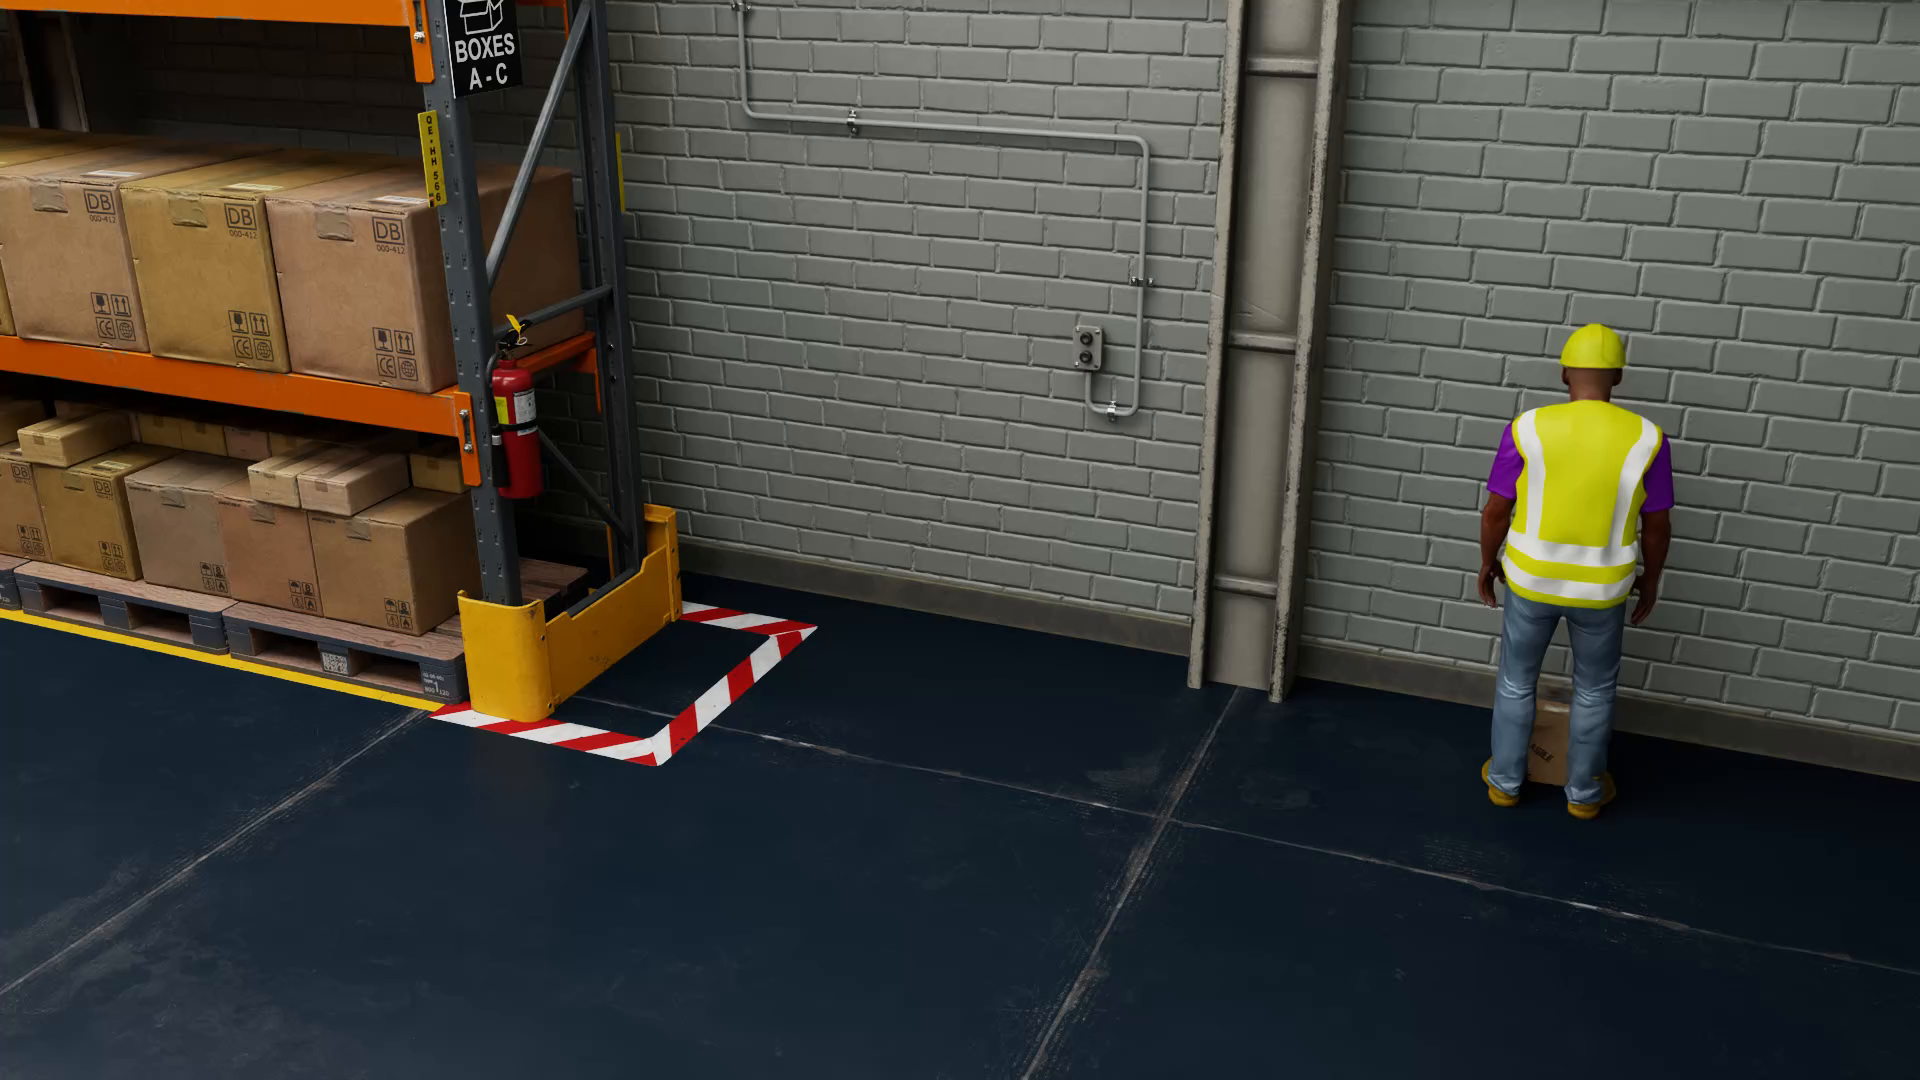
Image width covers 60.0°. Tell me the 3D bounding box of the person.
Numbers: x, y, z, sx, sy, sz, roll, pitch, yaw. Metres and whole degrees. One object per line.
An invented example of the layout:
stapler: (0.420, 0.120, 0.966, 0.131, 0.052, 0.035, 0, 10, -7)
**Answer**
person: (2.103, 0.124, 5.761, 0.609, 1.761, 0.452, 8, 23, 18)
